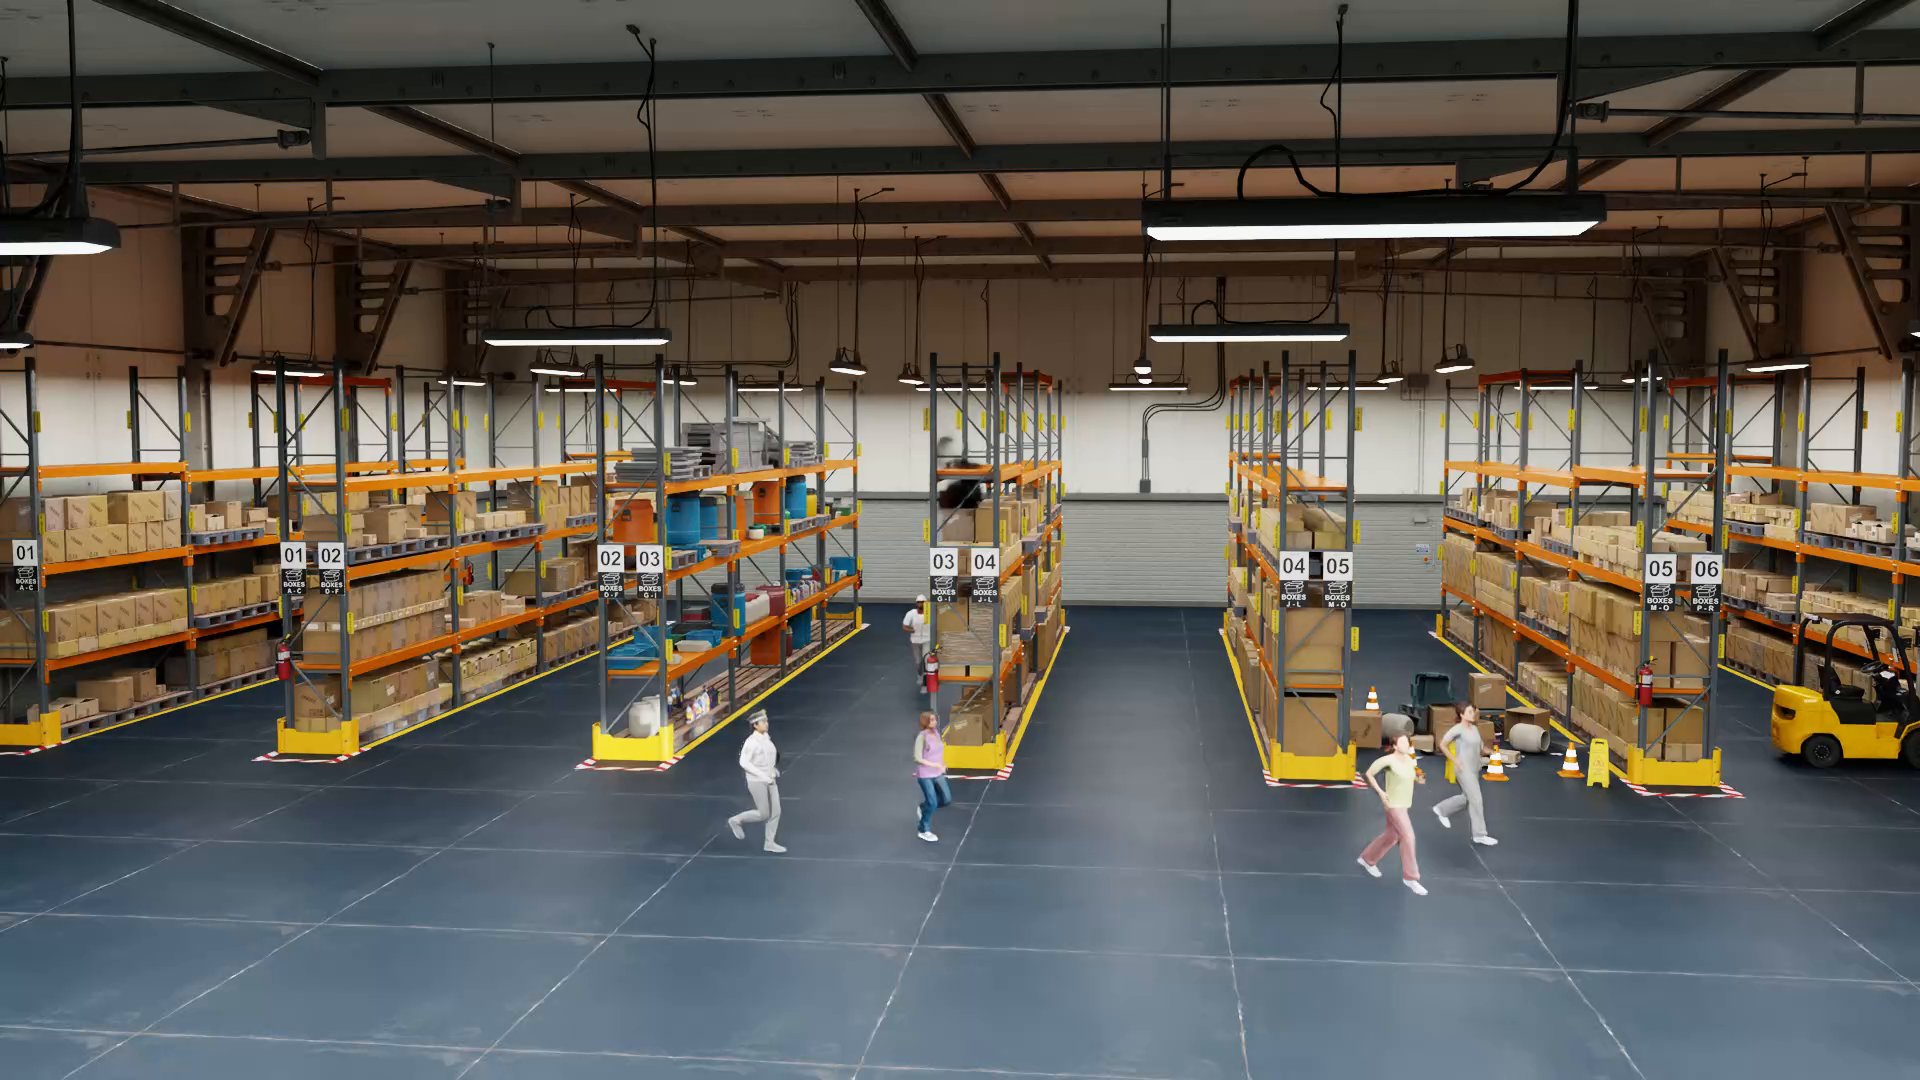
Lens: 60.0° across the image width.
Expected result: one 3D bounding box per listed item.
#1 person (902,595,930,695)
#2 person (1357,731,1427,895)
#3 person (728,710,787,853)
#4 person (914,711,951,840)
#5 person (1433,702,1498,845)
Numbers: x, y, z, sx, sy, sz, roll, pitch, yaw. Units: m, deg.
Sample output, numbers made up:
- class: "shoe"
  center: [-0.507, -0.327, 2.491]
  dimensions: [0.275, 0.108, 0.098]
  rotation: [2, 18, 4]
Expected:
- class: "person"
  center: [-0.716, 1.922, 31.013]
  dimensions: [0.710, 1.815, 0.892]
  rotation: [0, 4, 3]
- class: "person"
  center: [4.708, 2.896, 17.955]
  dimensions: [0.555, 1.703, 0.874]
  rotation: [-4, 6, -44]
- class: "person"
  center: [-2.336, 2.797, 19.394]
  dimensions: [0.709, 1.653, 0.631]
  rotation: [2, 4, 22]
- class: "person"
  center: [-0.341, 2.822, 19.909]
  dimensions: [0.540, 1.560, 0.534]
  rotation: [3, 5, 35]
- class: "person"
  center: [6.037, 2.756, 19.887]
  dimensions: [0.574, 1.645, 0.929]
  rotation: [-3, 5, -40]
